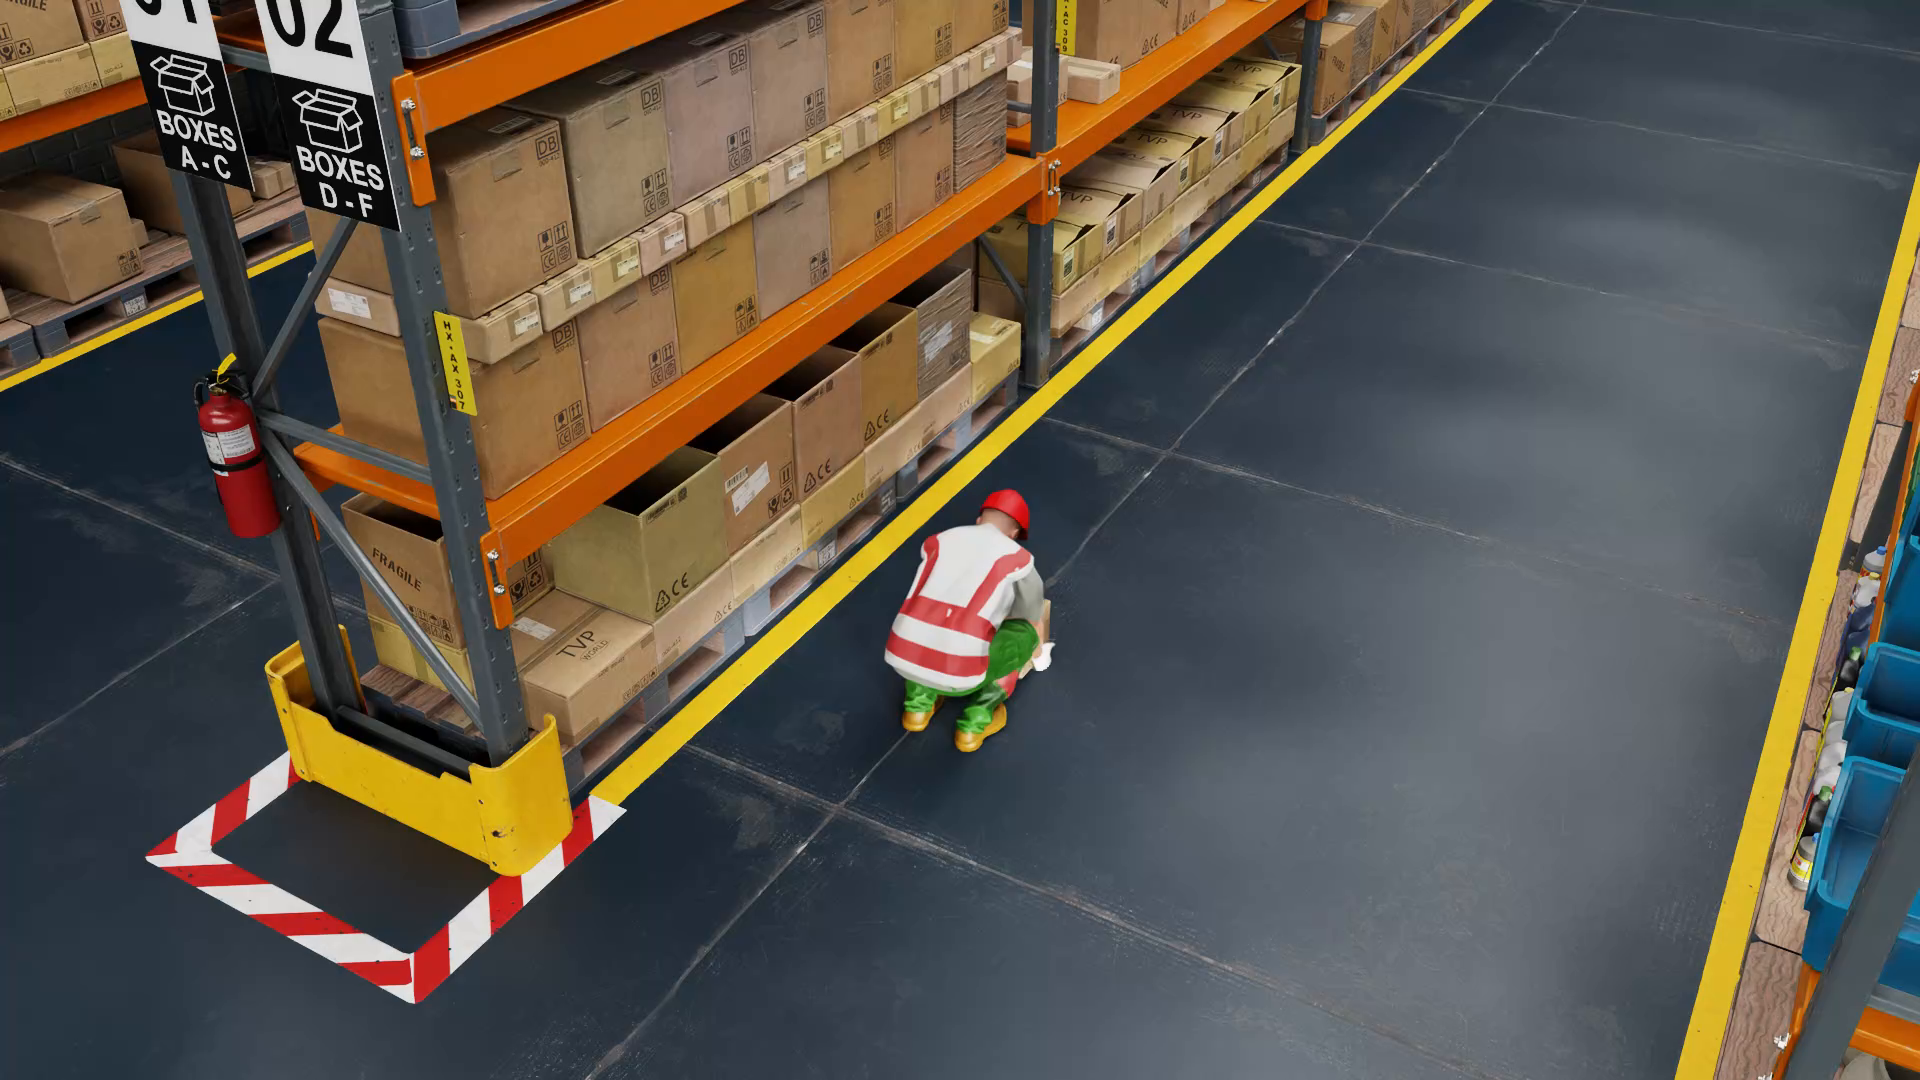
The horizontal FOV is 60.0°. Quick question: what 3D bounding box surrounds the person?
[{"bbox_3d":[0.047,0.354,6.580,0.538,0.862,0.931,17,37,24],"label":"person"}]
